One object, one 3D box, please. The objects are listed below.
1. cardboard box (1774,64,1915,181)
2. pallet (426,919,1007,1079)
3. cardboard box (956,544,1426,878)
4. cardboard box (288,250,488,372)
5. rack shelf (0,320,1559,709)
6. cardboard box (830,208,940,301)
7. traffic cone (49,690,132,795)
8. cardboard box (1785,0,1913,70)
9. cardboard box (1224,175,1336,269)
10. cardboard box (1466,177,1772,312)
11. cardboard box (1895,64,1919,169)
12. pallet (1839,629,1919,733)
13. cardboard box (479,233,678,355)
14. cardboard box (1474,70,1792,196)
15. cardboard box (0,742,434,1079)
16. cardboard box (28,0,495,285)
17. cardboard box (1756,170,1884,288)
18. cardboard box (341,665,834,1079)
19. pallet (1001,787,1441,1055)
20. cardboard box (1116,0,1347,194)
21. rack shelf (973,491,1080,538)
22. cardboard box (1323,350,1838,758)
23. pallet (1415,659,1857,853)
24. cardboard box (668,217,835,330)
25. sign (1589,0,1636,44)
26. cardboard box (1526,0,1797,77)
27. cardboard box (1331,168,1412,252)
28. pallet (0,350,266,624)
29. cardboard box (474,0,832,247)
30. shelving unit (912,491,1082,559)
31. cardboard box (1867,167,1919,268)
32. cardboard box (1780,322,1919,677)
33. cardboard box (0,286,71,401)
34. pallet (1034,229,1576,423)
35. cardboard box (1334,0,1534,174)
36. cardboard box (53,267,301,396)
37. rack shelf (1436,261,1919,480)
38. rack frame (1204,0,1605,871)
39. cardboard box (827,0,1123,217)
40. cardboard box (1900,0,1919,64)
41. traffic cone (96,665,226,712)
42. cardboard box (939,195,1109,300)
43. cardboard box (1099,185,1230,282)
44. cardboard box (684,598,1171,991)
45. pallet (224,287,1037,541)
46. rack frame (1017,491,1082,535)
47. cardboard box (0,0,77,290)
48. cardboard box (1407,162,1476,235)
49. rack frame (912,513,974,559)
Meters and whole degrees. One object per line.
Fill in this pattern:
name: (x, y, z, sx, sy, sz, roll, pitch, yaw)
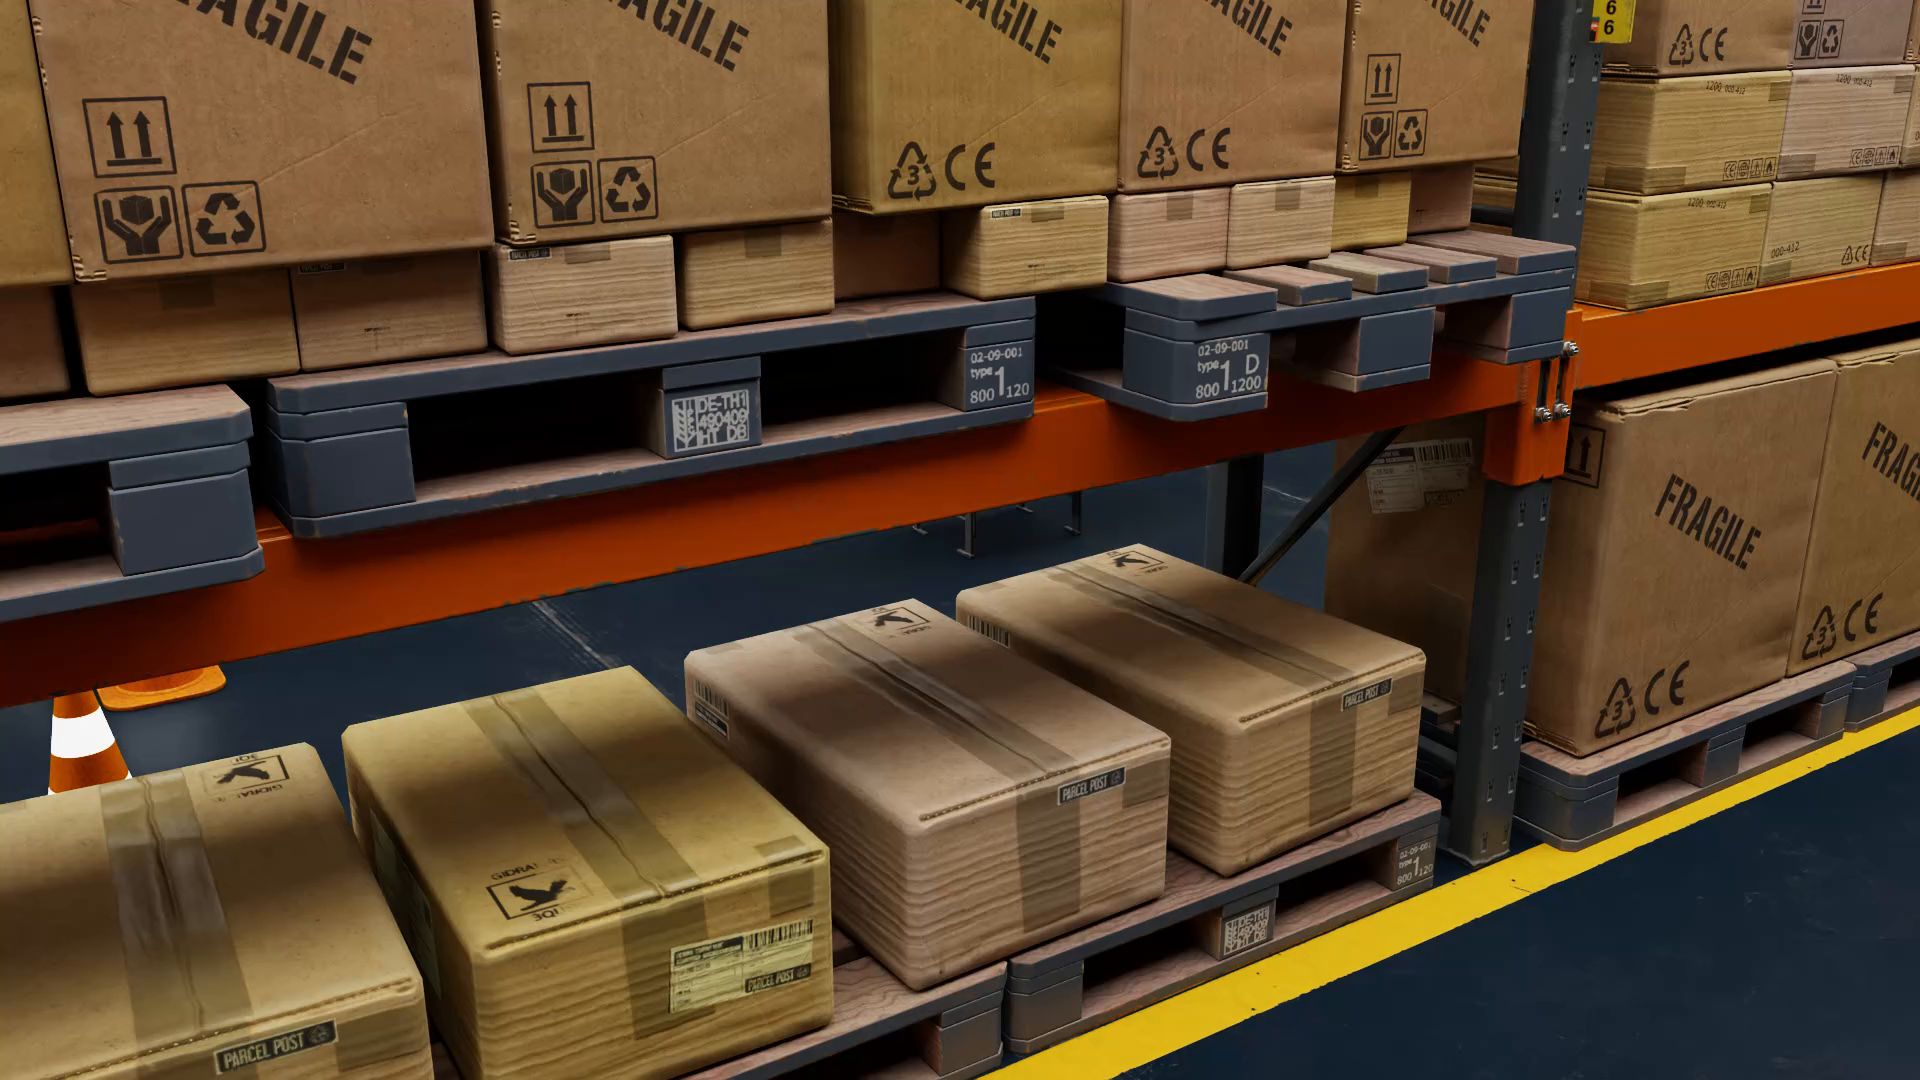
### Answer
cardboard box: (1.984, -1.063, 4.160, 0.500, 0.250, 0.500, -11, 22, -30)
pallet: (-0.678, 0.888, 3.288, 1.213, 0.211, 1.003, -12, 22, -31)
cardboard box: (0.516, 0.359, 3.946, 0.625, 0.372, 0.950, -14, 23, -35)
cardboard box: (-0.859, -0.361, 2.365, 0.250, 0.149, 0.380, -12, 22, -31)
rack shelf: (-0.677, -0.090, 2.952, 4.000, 0.370, 1.077, -12, 22, -31)
cardboard box: (-0.237, -0.515, 2.821, 0.250, 0.149, 0.380, -12, 22, -31)
traffic cone: (-2.082, 0.530, 3.955, 0.334, 0.463, 0.336, -12, 22, -31)
cardboard box: (1.949, -1.416, 4.032, 0.500, 0.500, 0.500, -12, 22, -31)
cardboard box: (0.479, -0.620, 3.131, 0.250, 0.149, 0.380, -12, 22, -32)
cardboard box: (1.540, -0.731, 3.959, 0.500, 0.250, 0.500, -12, 22, -32)
cardboard box: (2.408, -1.148, 4.410, 0.500, 0.250, 0.500, -12, 22, -32)
pallet: (2.711, 0.205, 5.308, 1.213, 0.211, 1.003, -12, 22, -31)
cardboard box: (-0.608, -0.394, 2.463, 0.250, 0.149, 0.380, -11, 22, -29)
cardboard box: (1.552, -0.973, 3.891, 0.500, 0.250, 0.500, -12, 22, -32)
cardboard box: (-1.312, 0.746, 2.801, 0.625, 0.372, 0.950, -10, 21, -28)
cardboard box: (-0.960, -0.644, 2.189, 0.500, 0.500, 0.500, -12, 22, -32)
cardboard box: (1.959, -0.827, 4.240, 0.500, 0.250, 0.500, -13, 22, -33)
cardboard box: (-0.733, 0.623, 3.165, 0.625, 0.372, 0.950, -11, 22, -30)
pallet: (0.340, 0.675, 3.919, 1.213, 0.211, 1.003, -12, 22, -31)
cardboard box: (0.341, -0.922, 3.013, 0.500, 0.500, 0.500, -12, 22, -32)
rack shelf: (0.138, -0.348, 6.223, 0.480, 0.518, 0.431, -12, 22, -31)
cardboard box: (1.616, -0.075, 4.446, 0.875, 0.875, 0.875, -12, 22, -32)
pallet: (1.693, 0.419, 4.677, 1.213, 0.211, 1.003, -12, 22, -31)
cardboard box: (-0.402, -0.449, 2.625, 0.250, 0.149, 0.380, -13, 22, -33)
sign: (1.300, -1.151, 3.282, 0.005, 0.325, 0.100, -12, 22, -31)
cardboard box: (1.540, -1.326, 3.766, 0.500, 0.500, 0.500, -13, 22, -33)
cardboard box: (0.665, -0.676, 3.298, 0.250, 0.149, 0.380, -12, 22, -31)
pallet: (-1.629, -0.084, 2.109, 1.213, 0.211, 1.003, -12, 22, -31)
cardboard box: (-0.537, -0.737, 2.466, 0.500, 0.500, 0.500, -13, 23, -34)
shelving unit: (0.138, -1.024, 5.995, 0.503, 2.100, 0.431, -12, 22, -31)
cardboard box: (2.401, -0.917, 4.509, 0.500, 0.250, 0.500, -11, 22, -30)
cardboard box: (2.363, -0.231, 4.907, 0.875, 0.875, 0.875, -12, 22, -31)
cardboard box: (-1.304, -0.284, 2.137, 0.250, 0.149, 0.380, -10, 21, -28)
pallet: (0.457, -0.539, 3.454, 1.003, 0.211, 1.213, -12, 22, -31)
cardboard box: (0.766, -1.016, 3.291, 0.500, 0.500, 0.500, -13, 22, -33)
cardboard box: (-1.066, -0.318, 2.238, 0.250, 0.149, 0.380, -12, 22, -31)
rack shelf: (2.664, -0.795, 5.036, 4.000, 0.370, 1.077, -12, 22, -31)
rack frame: (0.993, -0.784, 3.879, 0.127, 3.000, 1.000, -12, 22, -31)
cardboard box: (-0.080, -0.833, 2.749, 0.500, 0.500, 0.500, -14, 23, -35)
cardboard box: (2.389, -1.503, 4.290, 0.500, 0.500, 0.500, -11, 22, -30)
traffic cone: (-2.390, 0.211, 4.897, 0.334, 0.463, 0.336, -12, 22, -31)
cardboard box: (0.042, -0.525, 2.852, 0.250, 0.149, 0.380, -11, 22, -30)
cardboard box: (0.264, -0.578, 3.006, 0.250, 0.149, 0.380, -13, 23, -34)
cardboard box: (-0.096, 0.491, 3.555, 0.625, 0.372, 0.950, -12, 22, -32)
pallet: (-0.638, -0.333, 2.846, 1.213, 0.211, 1.003, -12, 22, -31)
rack frame: (0.342, -1.067, 6.122, 0.015, 2.100, 0.400, -12, 22, -31)
cardboard box: (-1.380, -0.560, 1.943, 0.500, 0.500, 0.500, -12, 22, -31)
cardboard box: (0.849, -0.743, 3.495, 0.250, 0.149, 0.380, -11, 22, -29)
rack frame: (-0.066, -0.981, 5.868, 0.015, 2.100, 0.400, -12, 22, -31)
